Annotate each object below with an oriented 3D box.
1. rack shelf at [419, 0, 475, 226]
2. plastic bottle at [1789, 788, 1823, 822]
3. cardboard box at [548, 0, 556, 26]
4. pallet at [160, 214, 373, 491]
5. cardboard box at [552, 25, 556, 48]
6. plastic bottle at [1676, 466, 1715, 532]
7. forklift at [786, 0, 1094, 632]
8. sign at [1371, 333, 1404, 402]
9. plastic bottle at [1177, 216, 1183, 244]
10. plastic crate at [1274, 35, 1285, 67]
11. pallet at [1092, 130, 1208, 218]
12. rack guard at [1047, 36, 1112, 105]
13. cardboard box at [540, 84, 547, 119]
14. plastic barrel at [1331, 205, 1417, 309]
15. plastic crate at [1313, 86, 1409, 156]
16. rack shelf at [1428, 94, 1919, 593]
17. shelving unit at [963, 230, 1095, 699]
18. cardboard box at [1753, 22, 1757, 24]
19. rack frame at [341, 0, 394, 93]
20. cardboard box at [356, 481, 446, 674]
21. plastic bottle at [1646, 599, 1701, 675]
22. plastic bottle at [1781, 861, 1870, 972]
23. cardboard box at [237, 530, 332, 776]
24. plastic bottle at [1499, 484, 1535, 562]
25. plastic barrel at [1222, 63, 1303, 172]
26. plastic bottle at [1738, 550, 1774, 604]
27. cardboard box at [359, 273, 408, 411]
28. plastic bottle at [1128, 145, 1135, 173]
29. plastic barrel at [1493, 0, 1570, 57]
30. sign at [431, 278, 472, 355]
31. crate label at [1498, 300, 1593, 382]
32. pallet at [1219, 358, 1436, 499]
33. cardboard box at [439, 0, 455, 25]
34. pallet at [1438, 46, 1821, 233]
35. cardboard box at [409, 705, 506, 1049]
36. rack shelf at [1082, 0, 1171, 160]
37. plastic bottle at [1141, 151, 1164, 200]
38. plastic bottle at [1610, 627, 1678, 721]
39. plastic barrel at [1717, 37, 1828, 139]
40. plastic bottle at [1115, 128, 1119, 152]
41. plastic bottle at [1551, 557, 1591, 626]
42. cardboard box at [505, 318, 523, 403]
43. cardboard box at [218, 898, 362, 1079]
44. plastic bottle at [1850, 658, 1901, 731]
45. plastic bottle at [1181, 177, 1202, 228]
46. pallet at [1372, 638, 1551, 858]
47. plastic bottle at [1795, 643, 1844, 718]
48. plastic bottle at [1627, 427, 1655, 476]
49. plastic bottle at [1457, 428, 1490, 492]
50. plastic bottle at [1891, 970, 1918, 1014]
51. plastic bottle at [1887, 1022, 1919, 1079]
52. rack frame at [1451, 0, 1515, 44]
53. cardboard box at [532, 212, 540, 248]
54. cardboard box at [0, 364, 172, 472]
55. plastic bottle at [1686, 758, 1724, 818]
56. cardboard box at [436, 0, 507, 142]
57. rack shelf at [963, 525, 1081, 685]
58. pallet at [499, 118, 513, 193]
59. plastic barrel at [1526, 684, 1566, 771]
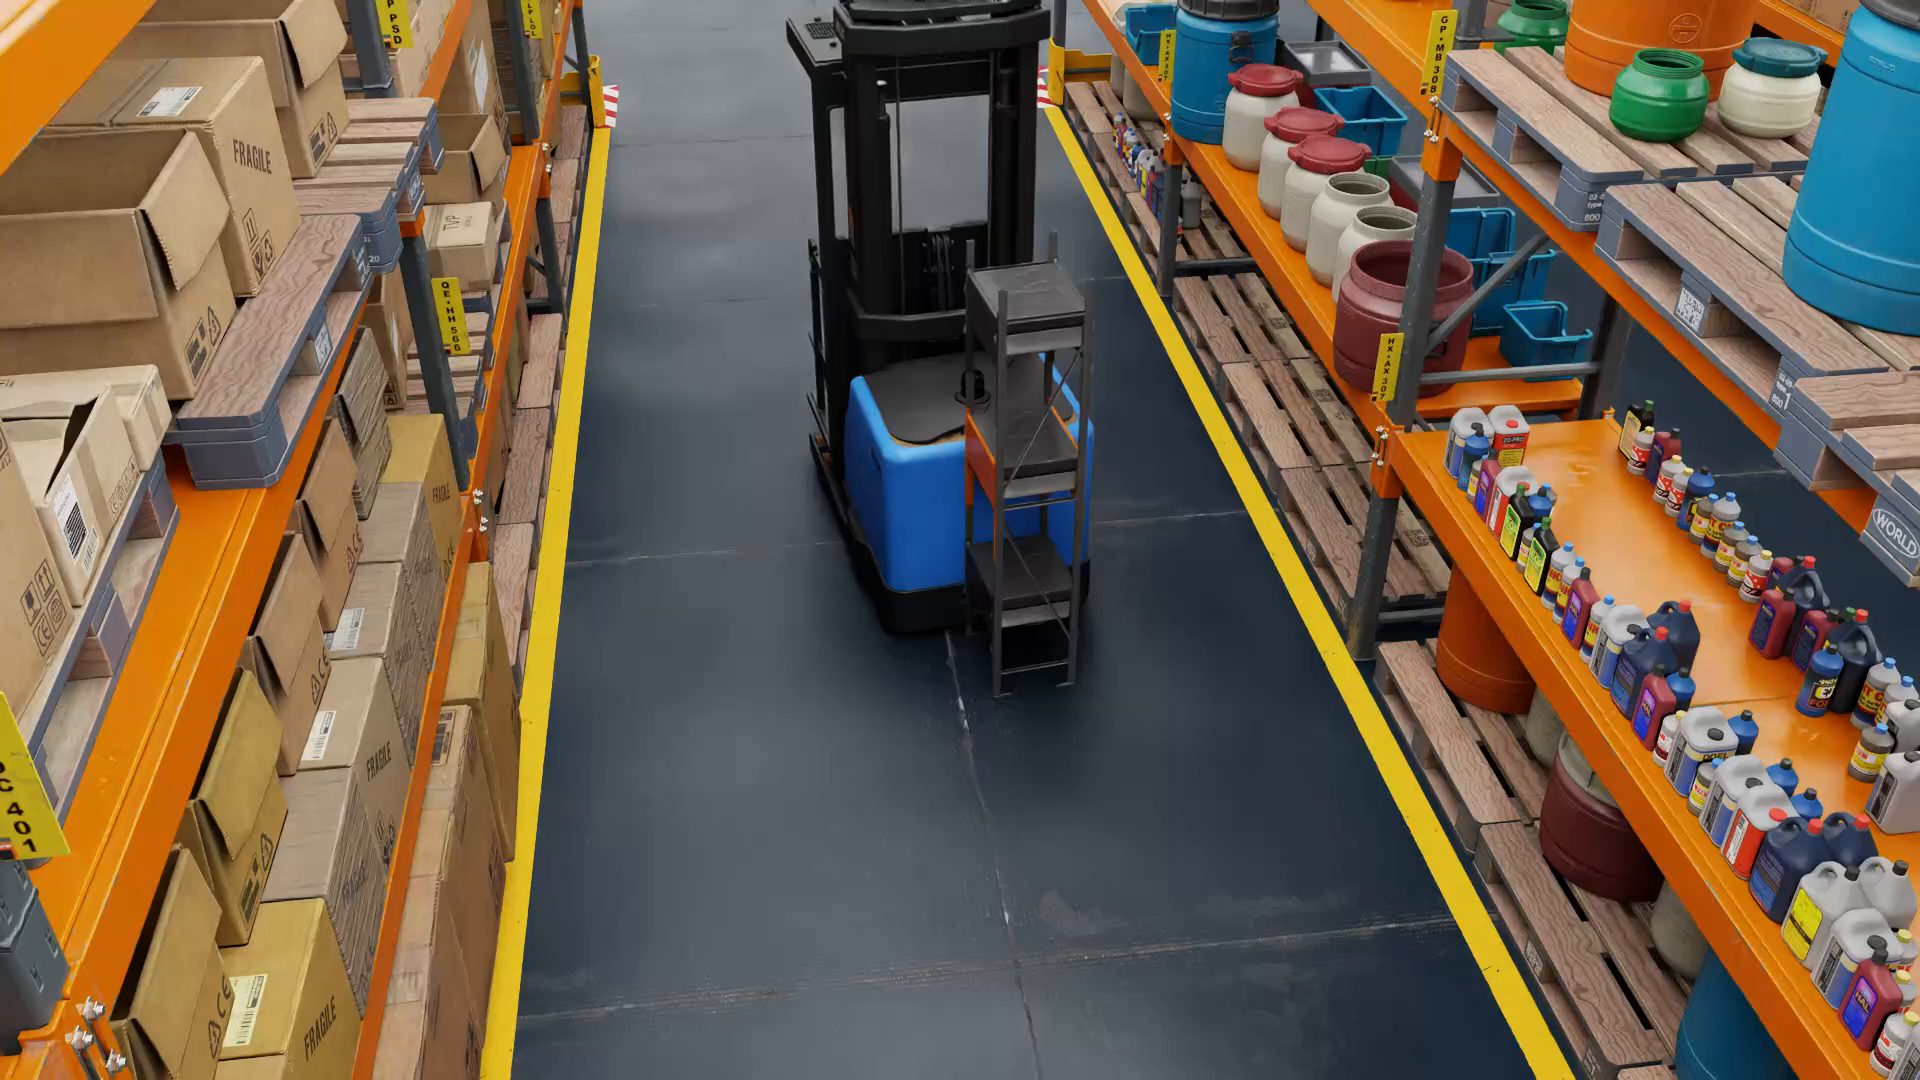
[{"bbox_3d":[-2.793,-2.403,7.716,1.077,0.370,4.000,-4,35,-6],"label":"rack shelf"},{"bbox_3d":[2.552,0.865,5.060,0.097,0.271,0.097,0,34,0],"label":"plastic bottle"},{"bbox_3d":[-3.287,-3.832,11.485,0.875,0.500,0.500,-4,35,-6],"label":"cardboard box"},{"bbox_3d":[-2.232,-0.527,4.493,1.003,0.211,1.213,-3,34,-4],"label":"pallet"},{"bbox_3d":[-3.008,-3.452,11.503,0.380,0.149,0.250,-4,35,-6],"label":"cardboard box"},{"bbox_3d":[2.915,-0.170,6.579,0.097,0.271,0.097,0,34,0],"label":"plastic bottle"},{"bbox_3d":[-0.230,-1.588,8.606,1.130,2.935,3.031,-9,35,-12],"label":"forklift"},{"bbox_3d":[1.839,-0.742,7.158,0.100,0.325,0.005,-4,35,-6],"label":"sign"},{"bbox_3d":[1.488,-2.156,11.473,0.097,0.201,0.097,0,34,0],"label":"plastic bottle"},{"bbox_3d":[1.901,-3.228,11.007,0.767,0.338,0.504,-4,35,-6],"label":"plastic crate"},{"bbox_3d":[1.629,-2.860,12.888,1.003,0.211,1.213,-4,35,-6],"label":"pallet"},{"bbox_3d":[1.365,-4.112,14.469,1.175,0.500,0.348,-4,35,-6],"label":"rack guard"},{"bbox_3d":[-2.814,-2.756,10.483,0.380,0.149,0.250,-4,35,-6],"label":"cardboard box"},{"bbox_3d":[2.034,-1.324,8.058,0.421,0.512,0.421,0,34,0],"label":"plastic barrel"},{"bbox_3d":[2.302,-2.353,9.682,0.392,0.384,0.575,-4,35,-6],"label":"plastic crate"},{"bbox_3d":[2.653,-0.546,4.991,1.077,0.370,4.000,-4,35,-6],"label":"rack shelf"},{"bbox_3d":[0.284,-0.288,7.437,0.431,2.100,0.503,-9,35,-12],"label":"shelving unit"},{"bbox_3d":[6.217,-4.031,13.533,0.500,0.500,0.500,-4,35,-6],"label":"cardboard box"},{"bbox_3d":[-2.524,-2.824,5.031,1.000,3.000,0.127,-4,35,-6],"label":"rack frame"},{"bbox_3d":[-2.151,0.149,5.907,0.500,0.500,0.500,-5,35,-7],"label":"cardboard box"},{"bbox_3d":[2.458,0.343,5.755,0.144,0.351,0.185,-4,35,-6],"label":"plastic bottle"},{"bbox_3d":[2.474,1.045,4.726,0.144,0.351,0.185,-4,35,-6],"label":"plastic bottle"},{"bbox_3d":[-2.260,0.346,4.727,0.797,0.503,0.637,-3,34,-5],"label":"cardboard box"},{"bbox_3d":[2.157,-0.069,6.420,0.061,0.283,0.133,-4,35,-6],"label":"plastic bottle"},{"bbox_3d":[1.757,-2.458,9.701,0.433,0.535,0.433,0,34,0],"label":"plastic barrel"},{"bbox_3d":[2.981,0.131,6.200,0.097,0.201,0.097,0,34,0],"label":"plastic bottle"},{"bbox_3d":[-2.637,-0.858,7.012,0.500,0.500,0.500,-9,35,-12],"label":"cardboard box"},{"bbox_3d":[1.316,-2.872,12.523,0.097,0.201,0.097,0,34,0],"label":"plastic bottle"},{"bbox_3d":[2.300,-2.029,6.667,0.294,0.245,0.294,0,34,0],"label":"plastic barrel"},{"bbox_3d":[-1.975,-0.867,6.459,0.100,0.325,0.005,-4,35,-6],"label":"sign"},{"bbox_3d":[2.698,-0.914,7.705,0.303,0.233,0.416,-4,35,-6],"label":"crate label"},{"bbox_3d":[2.157,-0.682,9.692,1.003,0.211,1.213,-4,35,-6],"label":"pallet"},{"bbox_3d":[-2.483,-2.376,7.172,0.500,0.250,0.500,-4,34,-5],"label":"cardboard box"},{"bbox_3d":[2.390,-1.447,5.842,1.003,0.211,1.213,-4,35,-6],"label":"pallet"},{"bbox_3d":[-2.340,1.245,5.903,1.225,0.875,0.875,-4,35,-6],"label":"cardboard box"},{"bbox_3d":[1.577,-3.771,12.387,1.077,0.370,4.000,-4,35,-6],"label":"rack shelf"},{"bbox_3d":[1.404,-2.664,12.086,0.144,0.351,0.185,-5,35,-7],"label":"plastic bottle"},{"bbox_3d":[2.326,0.430,5.628,0.144,0.351,0.185,-4,35,-6],"label":"plastic bottle"},{"bbox_3d":[2.673,-1.488,5.486,0.301,0.262,0.301,0,34,0],"label":"plastic barrel"},{"bbox_3d":[1.257,-3.116,12.882,0.097,0.201,0.097,0,34,0],"label":"plastic bottle"},{"bbox_3d":[2.234,0.182,6.062,0.097,0.271,0.097,0,34,0],"label":"plastic bottle"},{"bbox_3d":[-2.956,-1.114,9.678,0.700,0.500,0.500,-5,35,-7],"label":"cardboard box"},{"bbox_3d":[-1.869,1.290,4.233,0.500,0.500,0.500,-4,35,-6],"label":"cardboard box"},{"bbox_3d":[3.080,0.511,5.579,0.097,0.271,0.097,0,34,0],"label":"plastic bottle"},{"bbox_3d":[1.616,-2.388,11.680,0.144,0.351,0.185,-4,35,-6],"label":"plastic bottle"},{"bbox_3d":[2.531,0.869,7.416,1.003,0.211,1.213,-4,35,-6],"label":"pallet"},{"bbox_3d":[2.924,0.468,5.643,0.097,0.271,0.097,0,34,0],"label":"plastic bottle"},{"bbox_3d":[2.858,-0.378,6.947,0.097,0.201,0.097,0,34,0],"label":"plastic bottle"},{"bbox_3d":[2.110,-0.334,6.819,0.097,0.271,0.097,0,34,0],"label":"plastic bottle"},{"bbox_3d":[2.548,1.257,4.546,0.097,0.201,0.097,0,34,0],"label":"plastic bottle"},{"bbox_3d":[2.548,1.368,4.318,0.152,0.276,0.135,-4,35,-6],"label":"plastic bottle"},{"bbox_3d":[2.384,-3.199,5.582,1.000,3.000,0.127,-4,35,-6],"label":"rack frame"},{"bbox_3d":[-3.161,-2.263,11.382,0.500,0.500,0.500,6,35,9],"label":"cardboard box"},{"bbox_3d":[-2.038,-0.264,3.789,0.380,0.149,0.250,-6,35,-8],"label":"cardboard box"},{"bbox_3d":[2.370,0.776,5.253,0.097,0.201,0.097,0,34,0],"label":"plastic bottle"},{"bbox_3d":[-3.094,-2.544,9.043,1.000,1.000,1.000,-4,34,-6],"label":"cardboard box"},{"bbox_3d":[0.284,0.302,7.839,0.431,0.518,0.480,-9,35,-12],"label":"rack shelf"},{"bbox_3d":[-3.104,-2.060,9.408,1.003,0.211,1.213,-4,35,-6],"label":"pallet"},{"bbox_3d":[2.631,0.715,7.002,0.421,0.512,0.421,0,34,0],"label":"plastic barrel"}]
